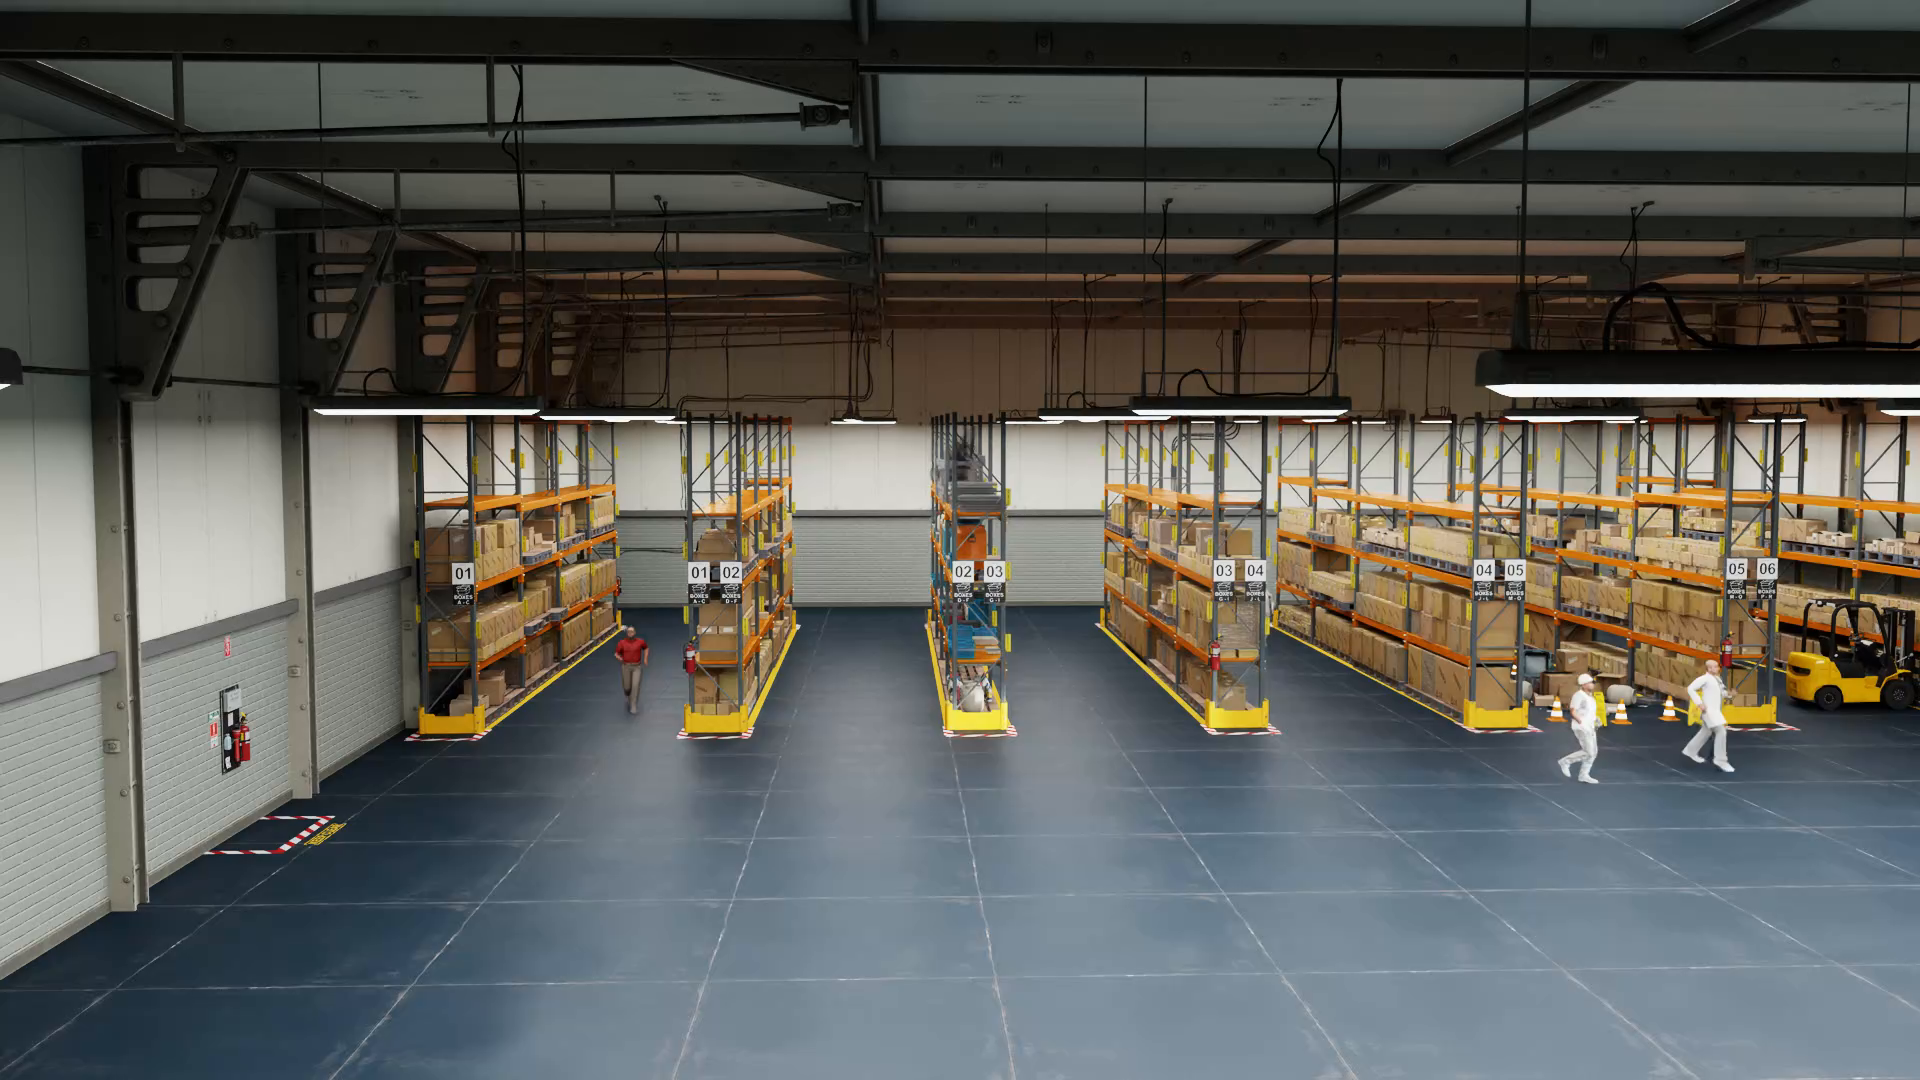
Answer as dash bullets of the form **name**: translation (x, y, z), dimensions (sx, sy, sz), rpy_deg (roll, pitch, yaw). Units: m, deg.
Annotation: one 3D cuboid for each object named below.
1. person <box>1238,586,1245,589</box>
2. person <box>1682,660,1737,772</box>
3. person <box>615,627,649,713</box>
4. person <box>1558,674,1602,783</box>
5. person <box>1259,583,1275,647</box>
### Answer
- **person**: translation (7.889, 1.736, 47.134), dimensions (0.537, 1.587, 0.616), rpy_deg (0, 4, 7)
- **person**: translation (12.588, 2.923, 27.904), dimensions (0.893, 1.833, 0.670), rpy_deg (3, 5, 41)
- **person**: translation (-6.601, 2.591, 33.486), dimensions (0.678, 1.693, 0.992), rpy_deg (-1, 4, -10)
- **person**: translation (10.007, 3.027, 26.828), dimensions (0.604, 1.754, 0.703), rpy_deg (3, 5, 34)
- **person**: translation (7.984, 1.939, 43.676), dimensions (0.625, 1.667, 0.676), rpy_deg (0, 4, -2)
